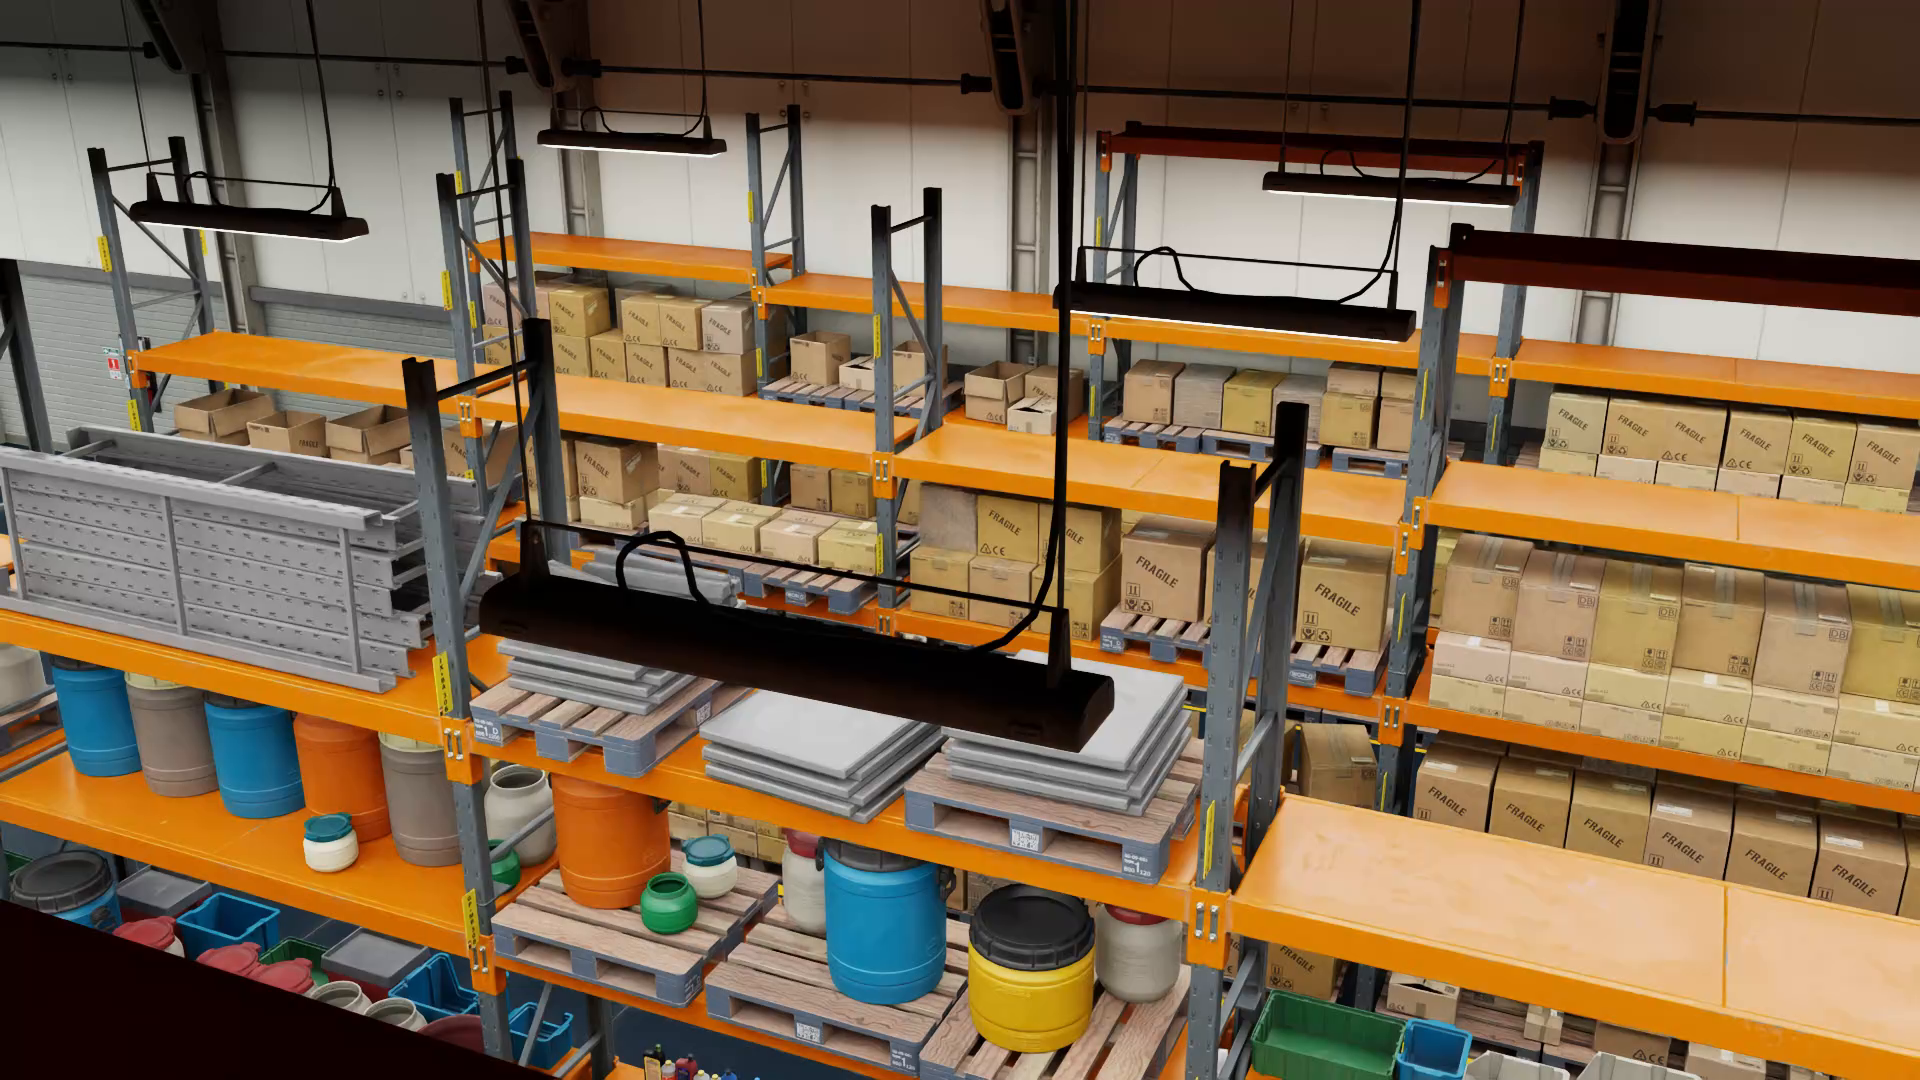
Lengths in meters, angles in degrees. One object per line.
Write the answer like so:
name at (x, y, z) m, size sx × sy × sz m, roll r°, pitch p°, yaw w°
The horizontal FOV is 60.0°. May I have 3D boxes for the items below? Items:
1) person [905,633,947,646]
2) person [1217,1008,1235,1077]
person at (-0.381, 1.306, 16.811) m, size 0.469 × 1.683 × 0.526 m, roll 14°, pitch 25°, yaw 33°
person at (1.641, 3.659, 10.670) m, size 0.458 × 1.592 × 0.475 m, roll 9°, pitch 22°, yaw 23°
